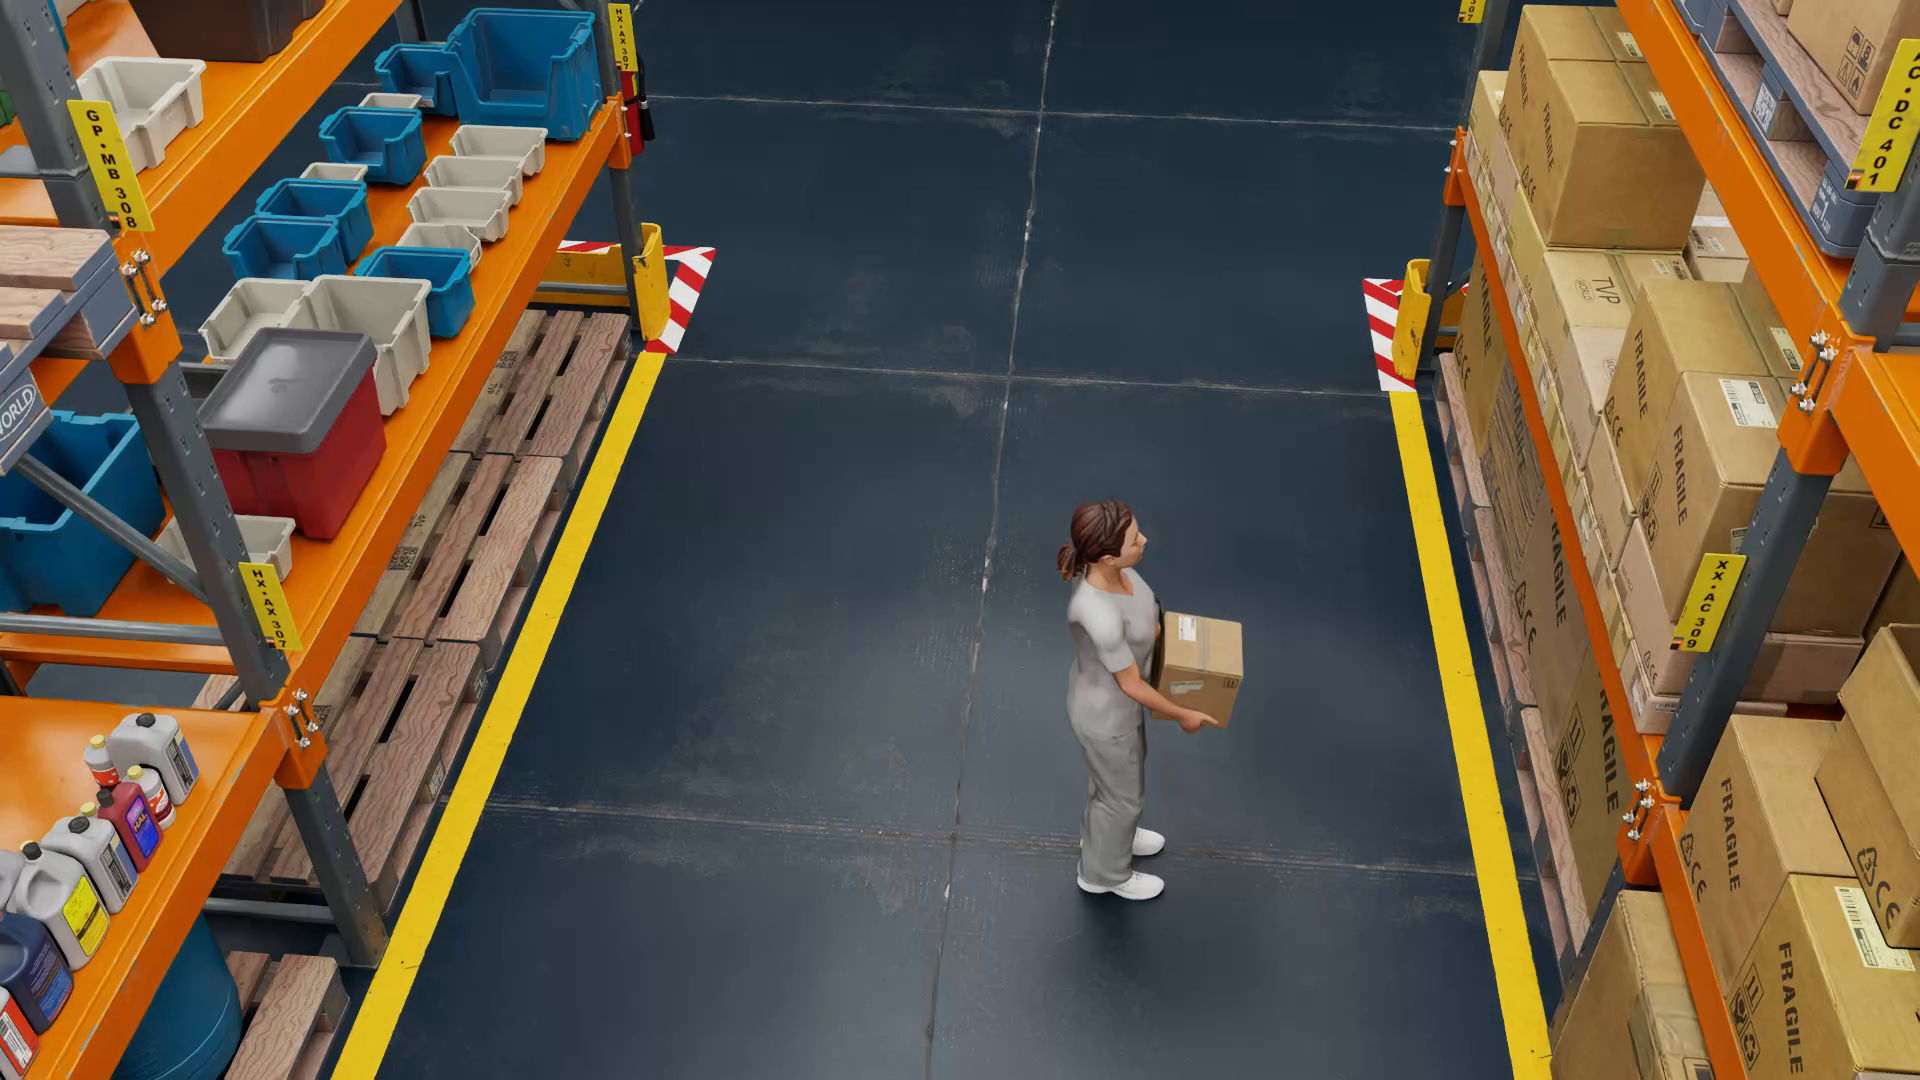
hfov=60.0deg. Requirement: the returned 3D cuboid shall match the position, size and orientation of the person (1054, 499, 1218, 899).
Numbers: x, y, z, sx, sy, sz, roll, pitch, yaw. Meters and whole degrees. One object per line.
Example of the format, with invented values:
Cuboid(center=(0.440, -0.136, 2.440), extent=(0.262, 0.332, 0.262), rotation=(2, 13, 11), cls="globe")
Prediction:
Cuboid(center=(0.572, 0.547, 5.520), extent=(0.544, 1.665, 0.436), rotation=(4, 40, 5), cls="person")
